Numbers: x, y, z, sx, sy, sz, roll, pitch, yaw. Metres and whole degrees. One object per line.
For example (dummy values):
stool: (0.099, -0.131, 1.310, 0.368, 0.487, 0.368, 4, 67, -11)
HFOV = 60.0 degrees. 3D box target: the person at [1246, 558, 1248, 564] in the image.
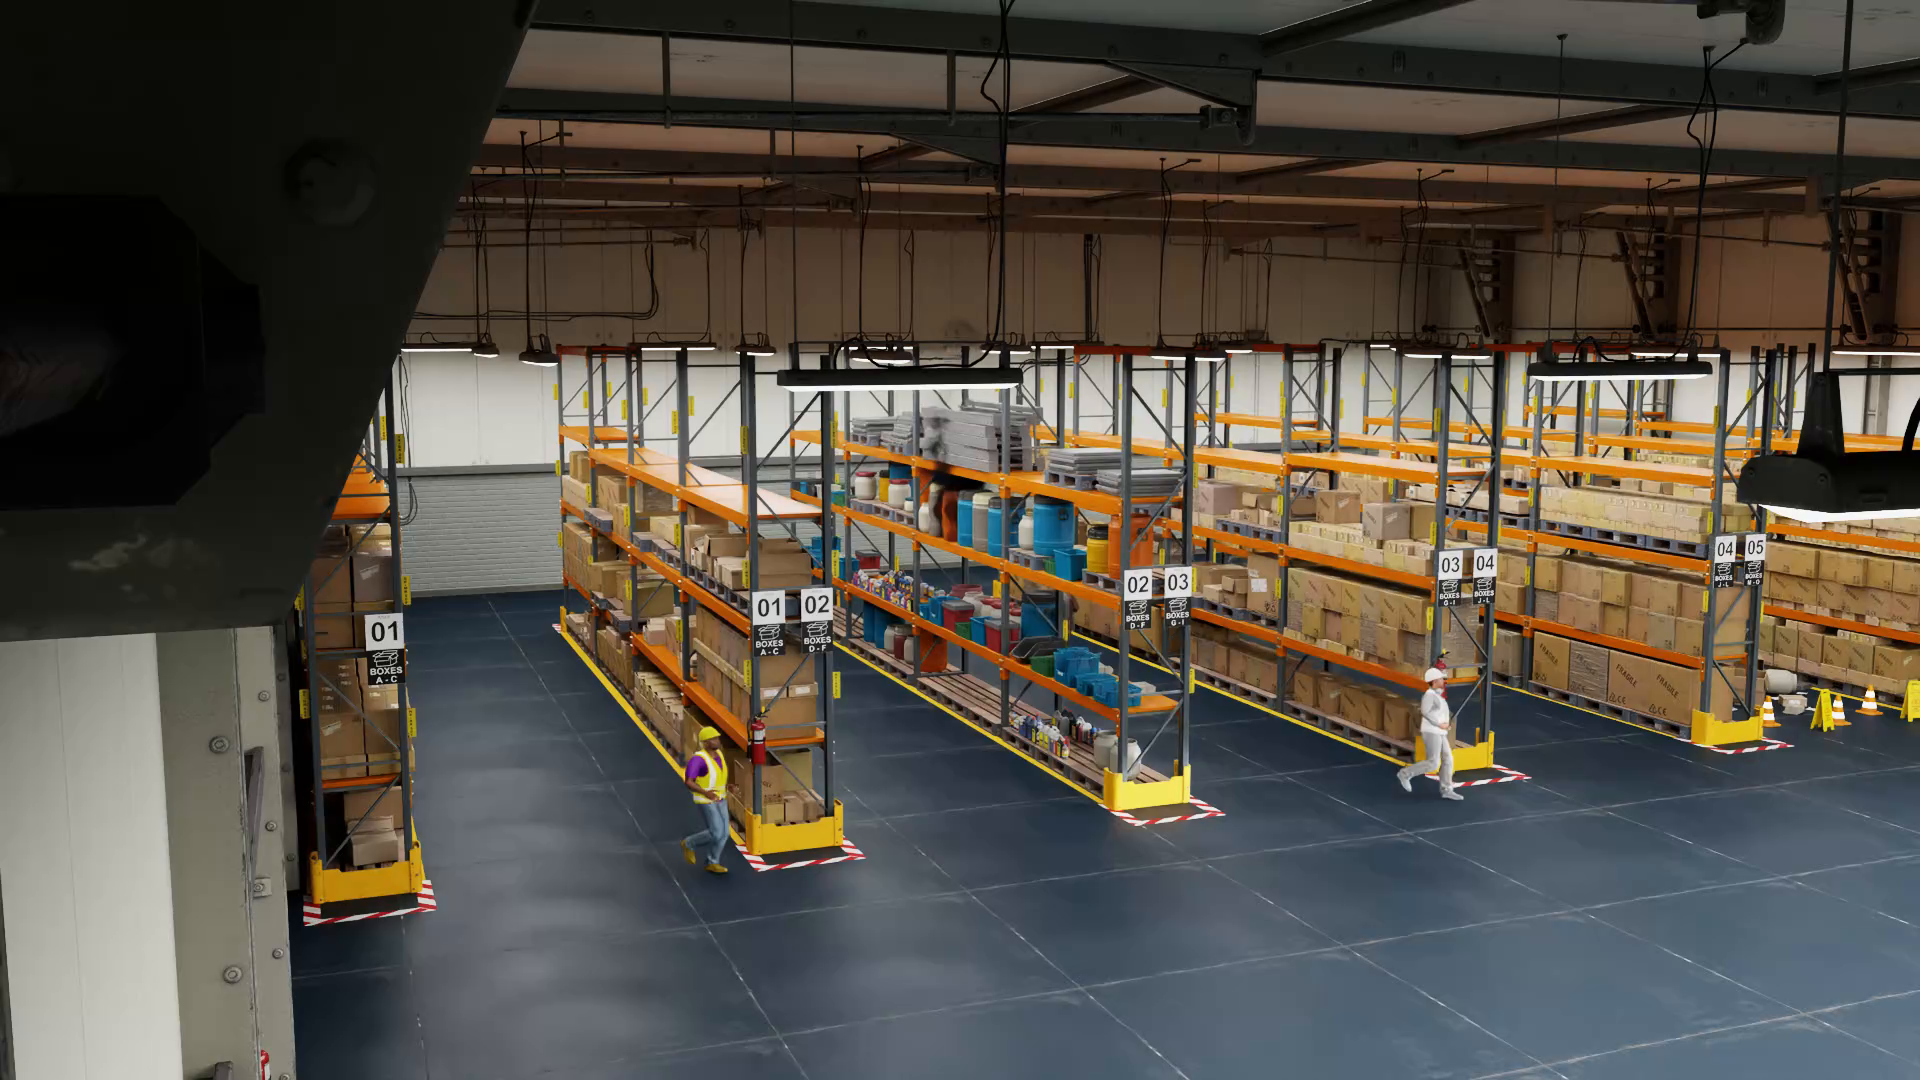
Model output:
person: (7.426, 0.179, 42.163, 0.894, 1.619, 0.593, -3, 8, -22)

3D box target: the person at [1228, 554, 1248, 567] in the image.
person: (6.973, 0.267, 41.350, 0.651, 1.686, 0.673, 4, 8, 28)

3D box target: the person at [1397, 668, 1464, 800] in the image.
person: (6.451, 2.610, 22.599, 0.889, 1.722, 0.714, 3, 8, 25)

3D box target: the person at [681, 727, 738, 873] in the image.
person: (-2.920, 3.022, 19.397, 0.545, 1.721, 0.689, 3, 8, 24)

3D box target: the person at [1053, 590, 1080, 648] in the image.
person: (1.854, 1.584, 30.437, 0.681, 1.825, 0.910, -5, 9, -37)
